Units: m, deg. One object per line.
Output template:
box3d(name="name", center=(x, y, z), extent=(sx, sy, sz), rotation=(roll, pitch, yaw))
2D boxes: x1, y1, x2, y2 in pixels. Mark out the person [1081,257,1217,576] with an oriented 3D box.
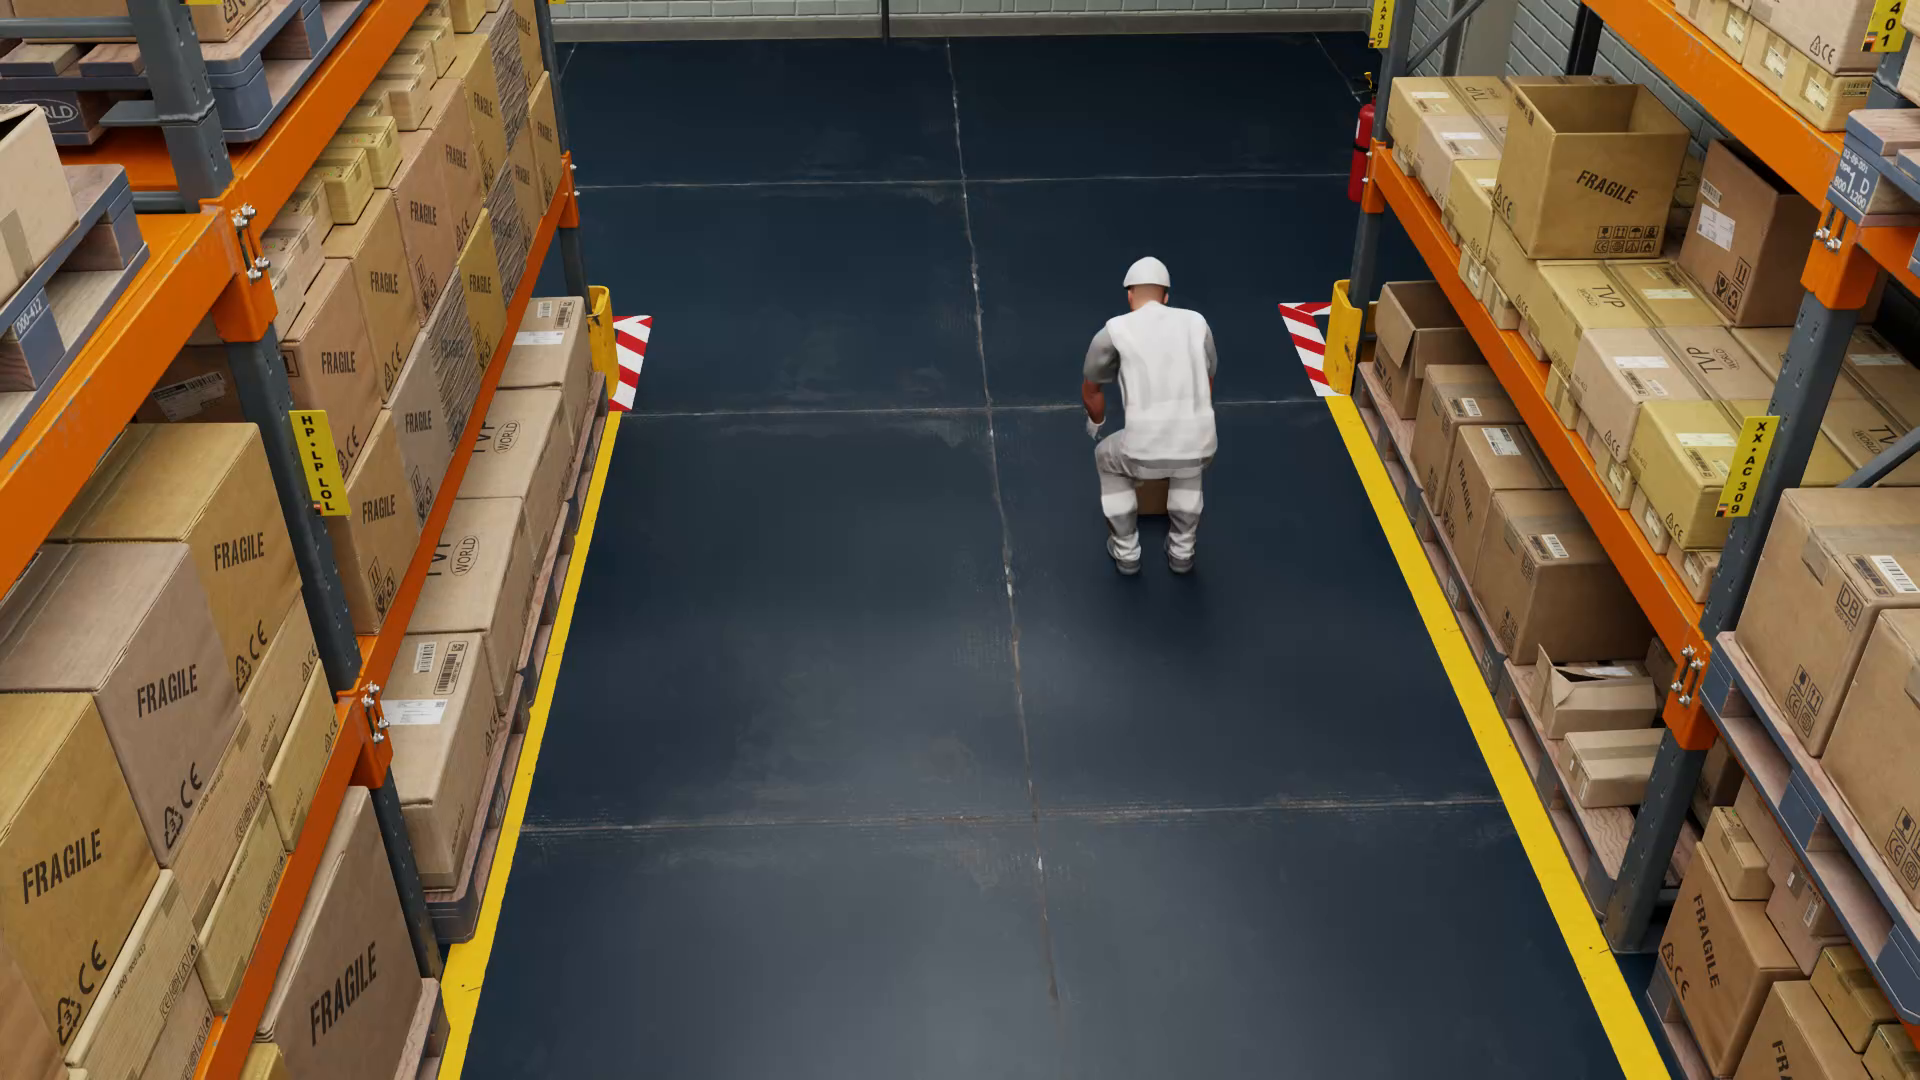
box3d(name="person", center=(0.824, -0.505, 7.257), extent=(0.584, 1.321, 0.808), rotation=(-1, 35, -2))
